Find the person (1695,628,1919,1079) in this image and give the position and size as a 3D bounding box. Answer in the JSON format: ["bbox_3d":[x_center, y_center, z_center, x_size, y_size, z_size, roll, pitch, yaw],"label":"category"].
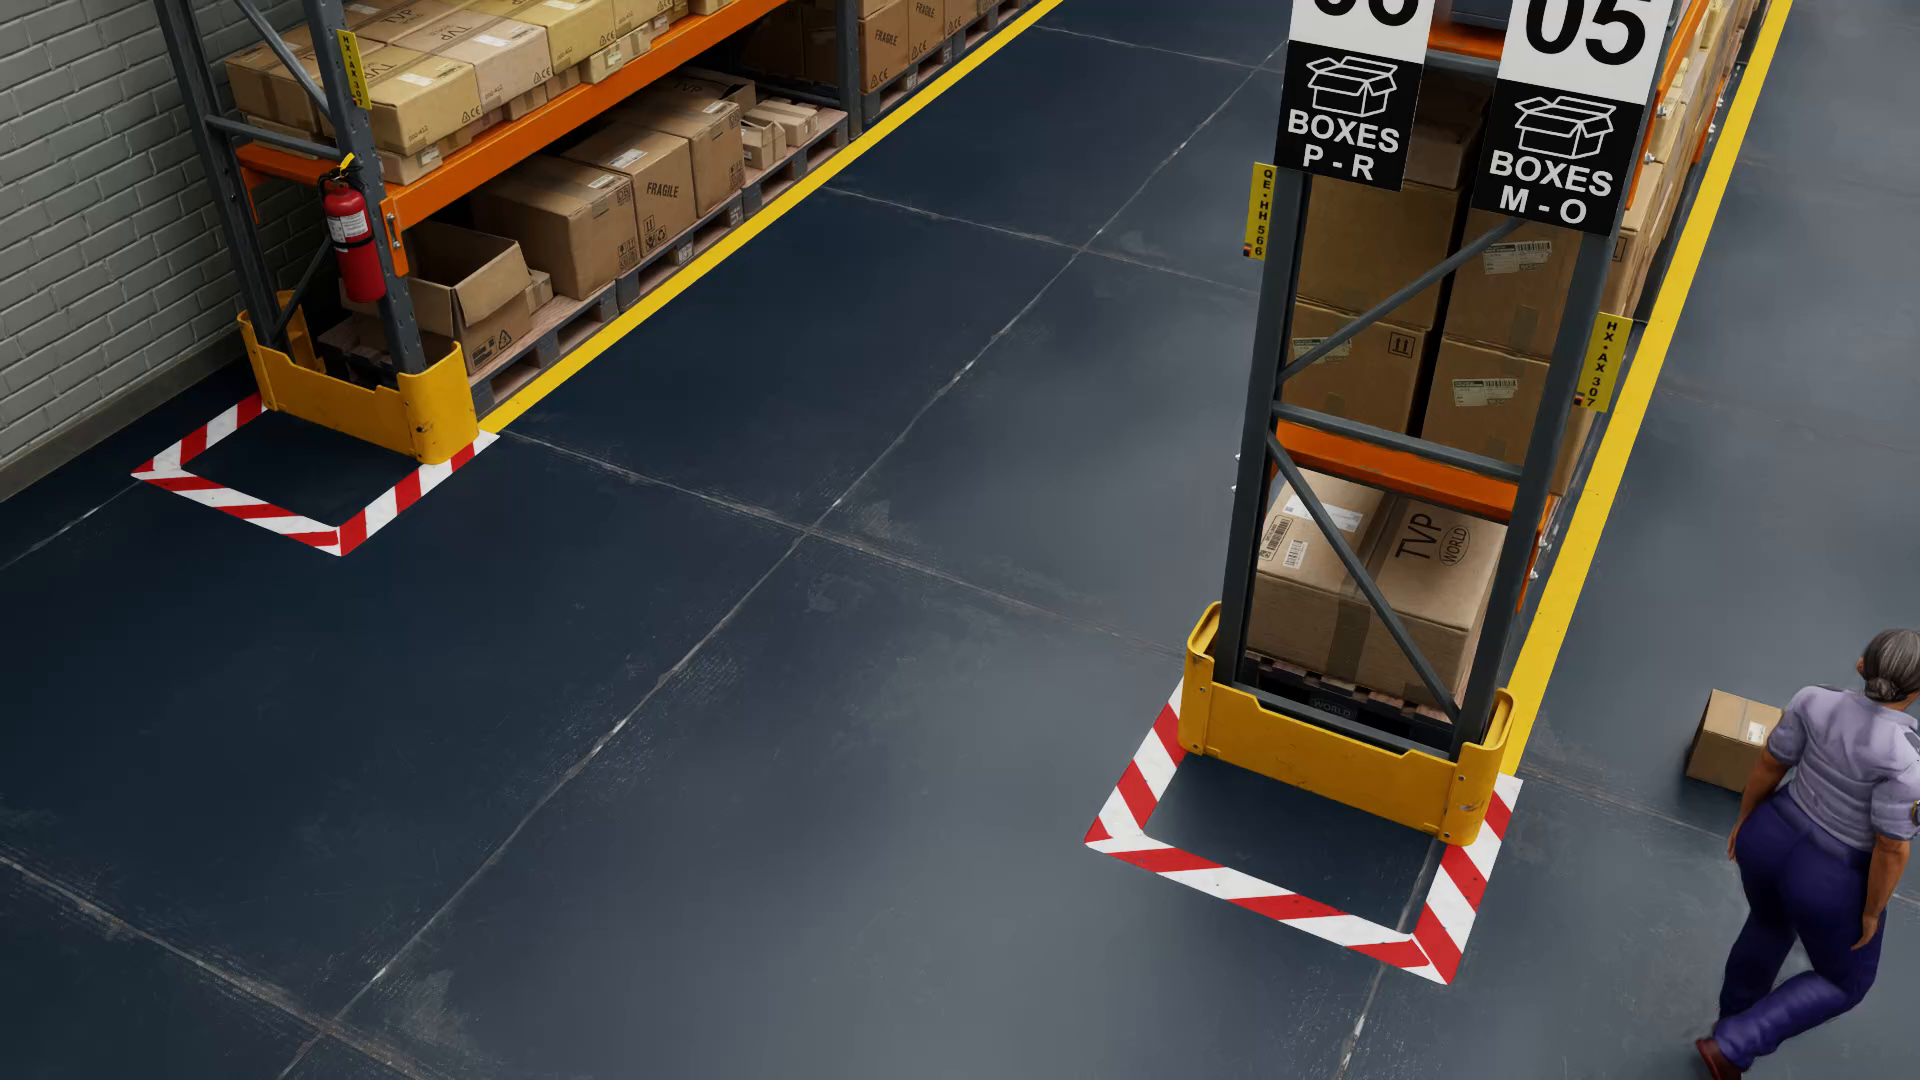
[{"bbox_3d":[2.447,0.989,4.895,0.611,1.625,0.548,-16,41,-19],"label":"person"}]
